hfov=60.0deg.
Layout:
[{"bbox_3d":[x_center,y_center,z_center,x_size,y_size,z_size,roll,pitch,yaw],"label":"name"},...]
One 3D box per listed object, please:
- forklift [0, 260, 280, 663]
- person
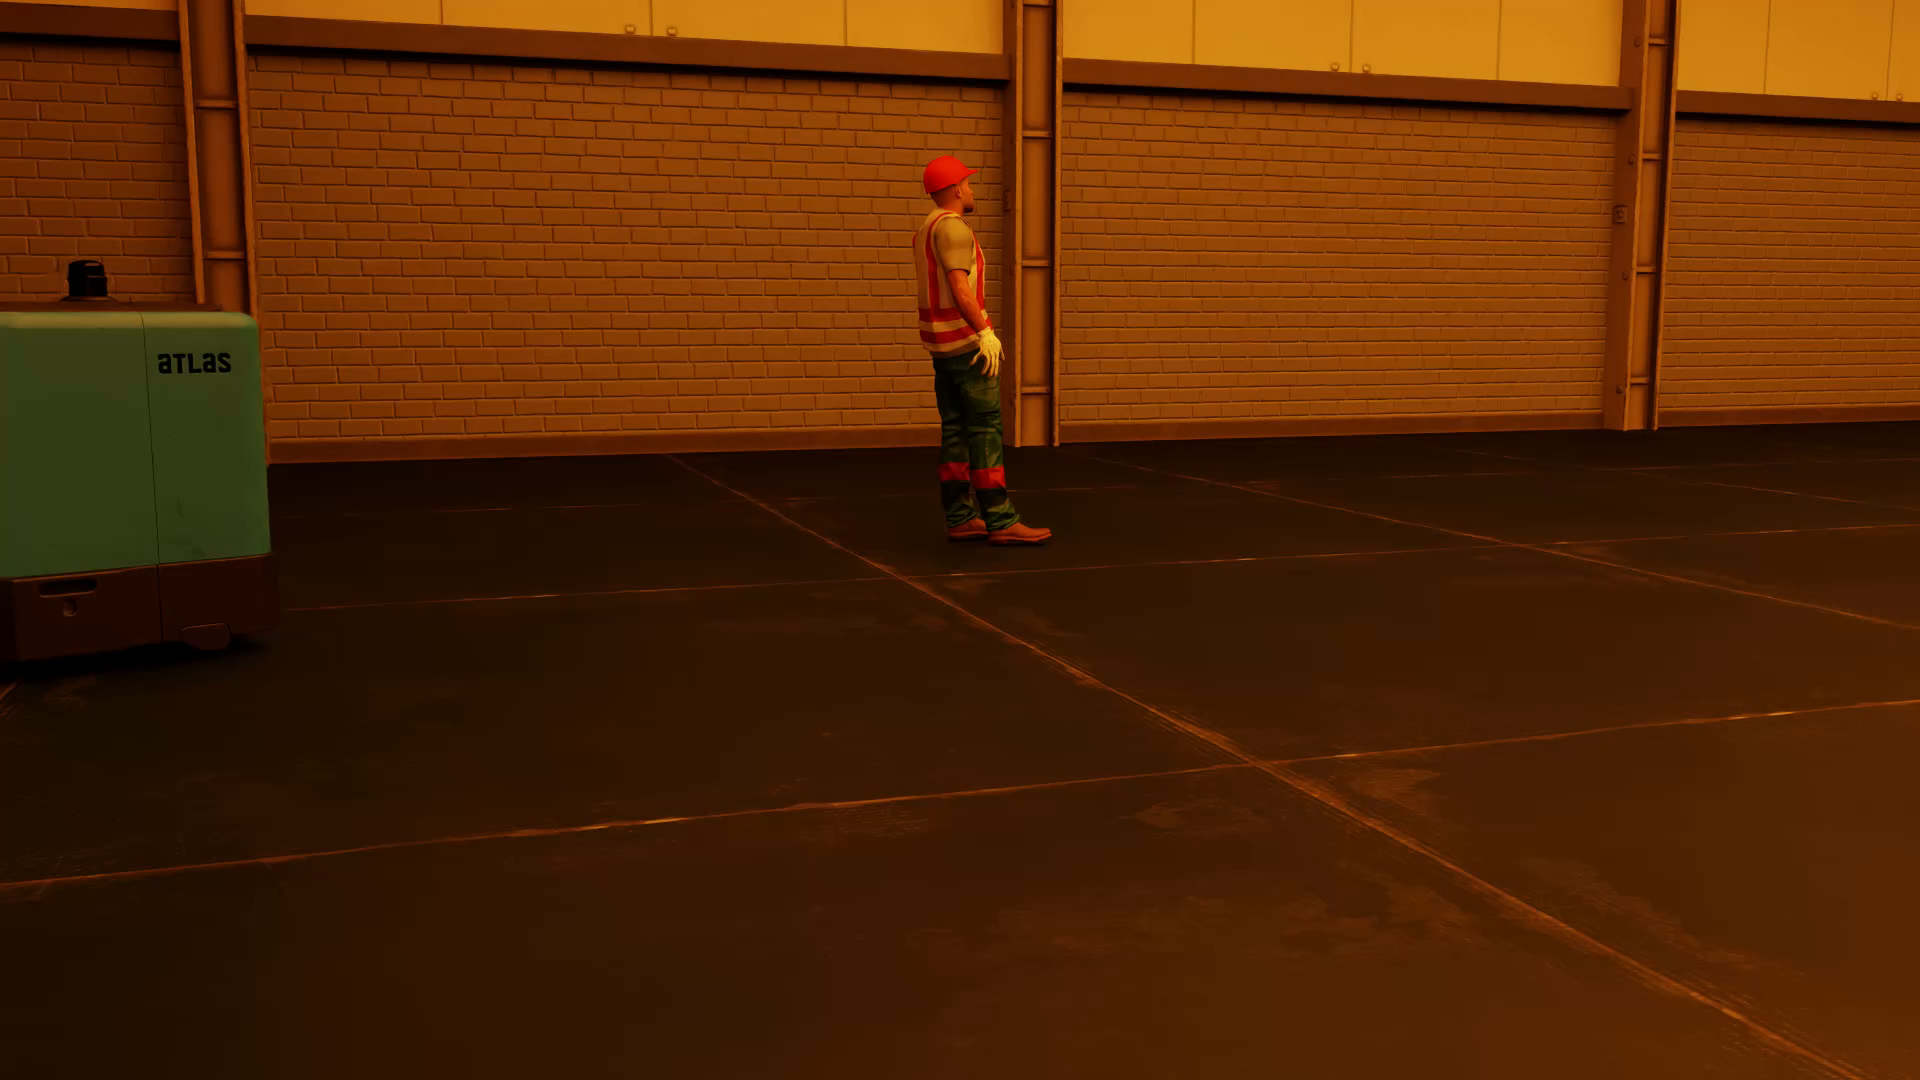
[{"bbox_3d":[-3.640,-1.022,4.558,3.031,2.935,1.130,-6,10,-40],"label":"forklift"},{"bbox_3d":[0.080,-0.896,7.816,0.564,1.787,0.637,-3,8,-18],"label":"person"}]
